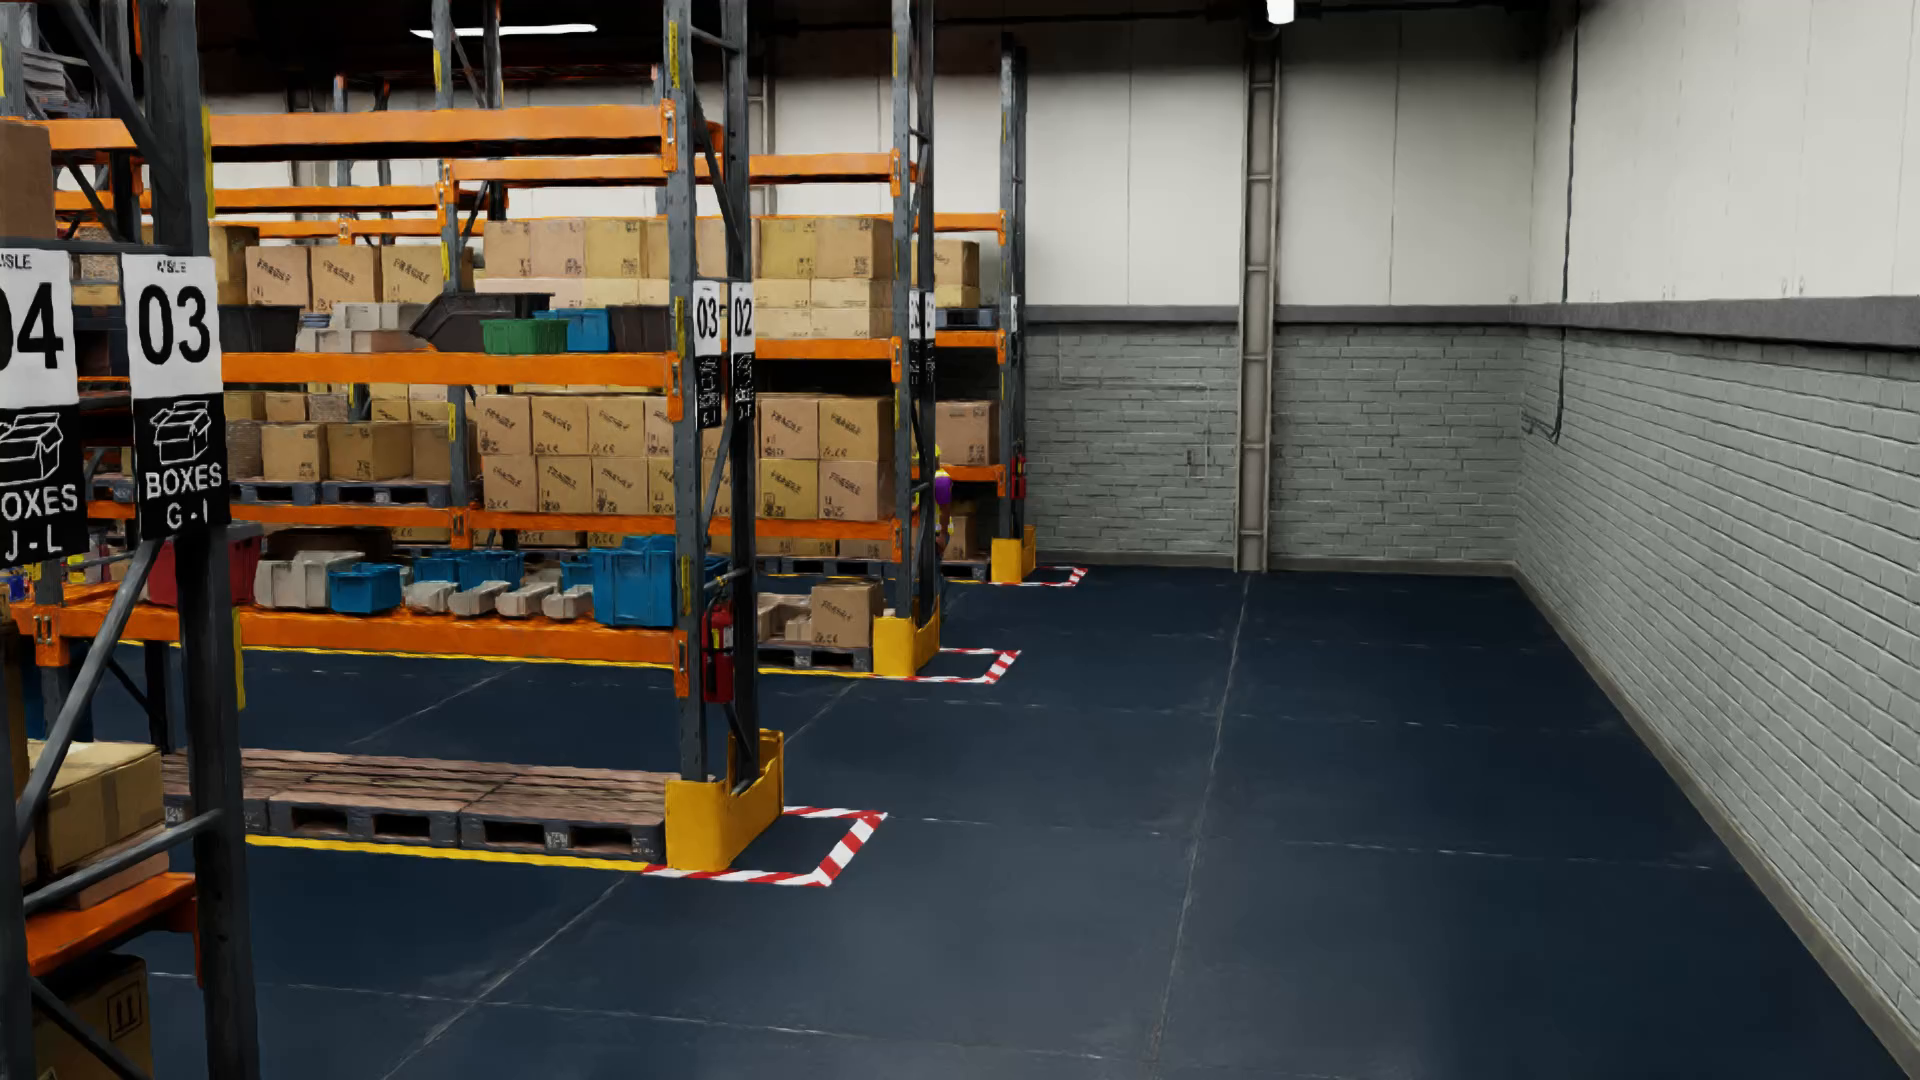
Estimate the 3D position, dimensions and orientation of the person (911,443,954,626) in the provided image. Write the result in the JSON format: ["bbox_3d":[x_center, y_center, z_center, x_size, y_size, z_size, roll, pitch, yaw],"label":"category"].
[{"bbox_3d":[-0.303,-0.062,16.015,0.488,1.767,0.671,-2,8,-16],"label":"person"}]
